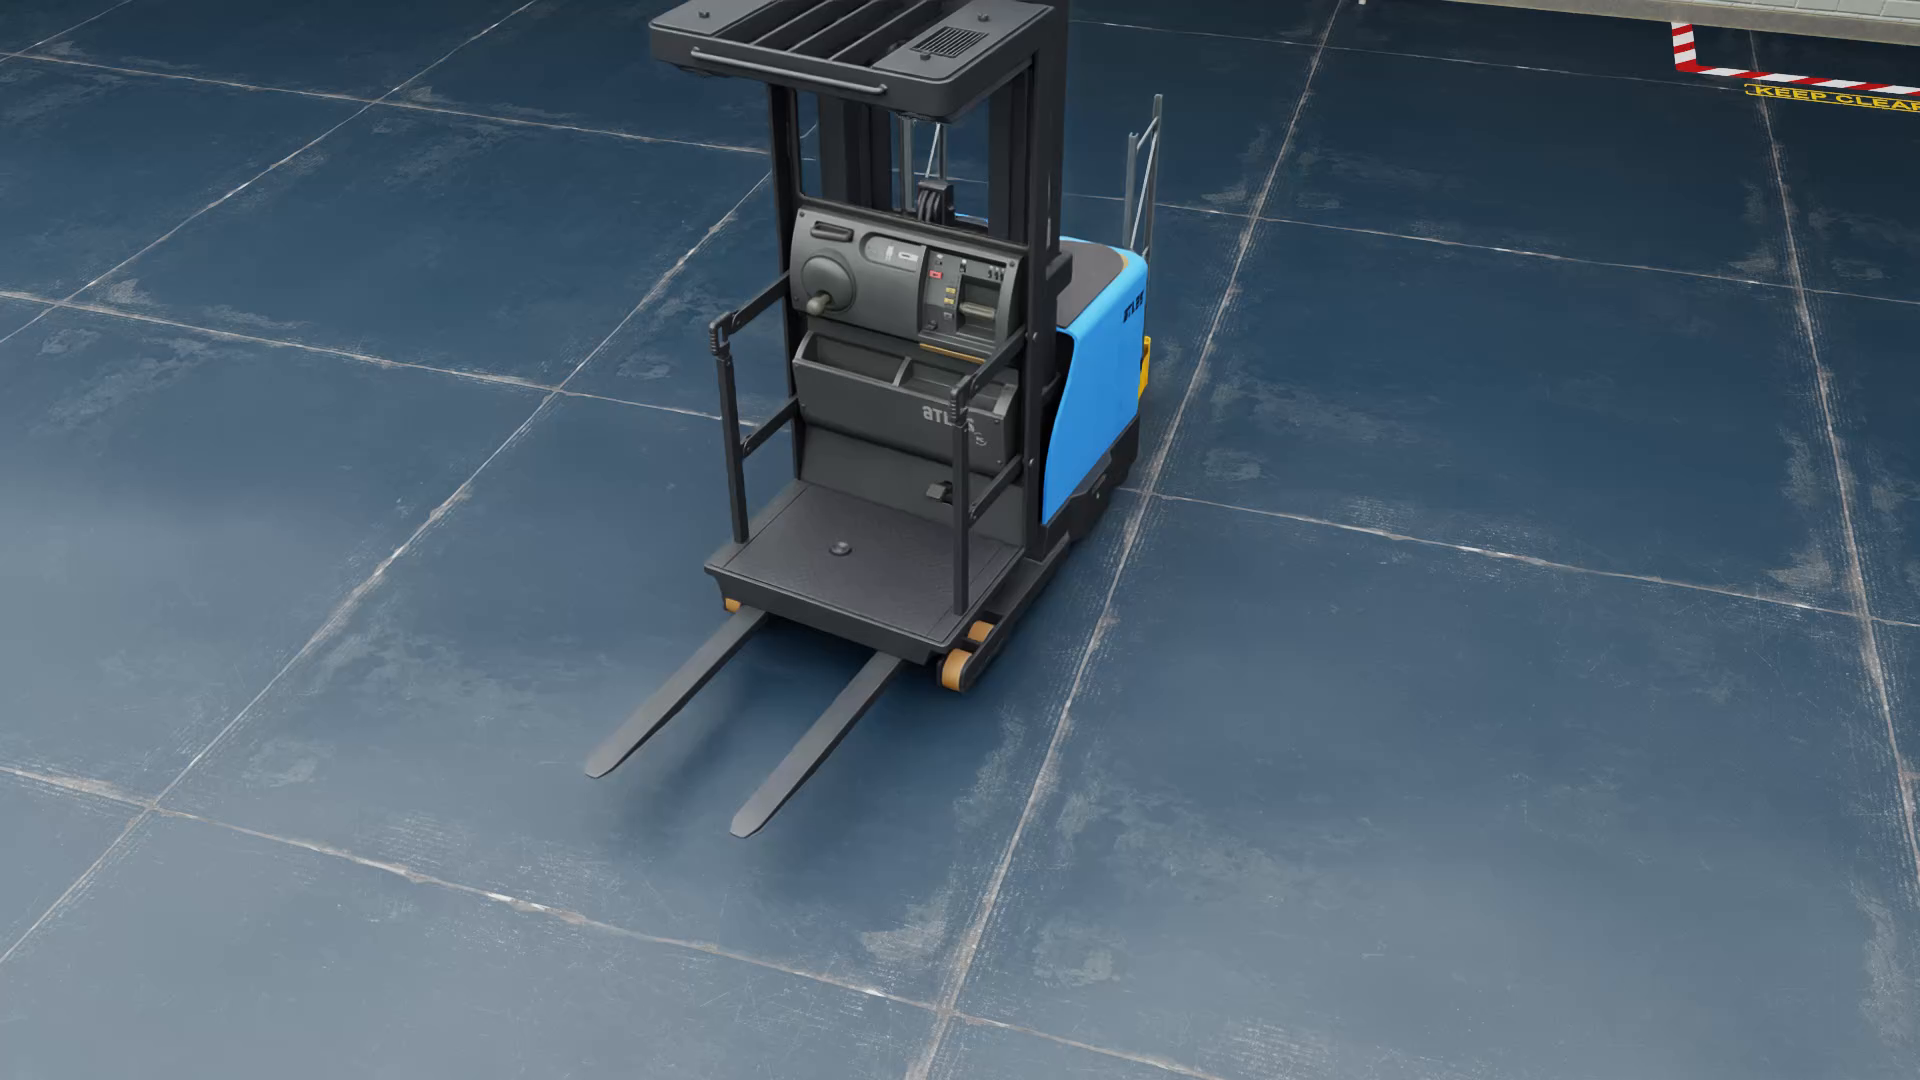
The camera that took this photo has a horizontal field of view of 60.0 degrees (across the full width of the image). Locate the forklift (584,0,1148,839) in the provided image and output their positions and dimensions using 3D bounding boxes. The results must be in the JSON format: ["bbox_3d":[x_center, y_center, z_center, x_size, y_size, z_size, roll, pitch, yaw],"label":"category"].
[{"bbox_3d":[-0.312,-0.896,5.995,1.130,2.935,3.031,17,40,22],"label":"forklift"}]

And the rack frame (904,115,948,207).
[{"bbox_3d":[-0.151,-1.440,7.941,0.032,1.500,0.500,12,38,15],"label":"rack frame"}]

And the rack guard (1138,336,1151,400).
[{"bbox_3d":[0.809,-0.741,8.046,0.087,0.250,0.587,12,38,15],"label":"rack guard"}]

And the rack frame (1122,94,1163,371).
[{"bbox_3d":[0.810,-1.244,7.675,0.032,1.500,0.500,12,38,15],"label":"rack frame"}]

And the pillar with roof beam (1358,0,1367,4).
[{"bbox_3d":[1.719,-5.466,7.085,0.400,9.000,9.100,10,38,14],"label":"pillar with roof beam"}]

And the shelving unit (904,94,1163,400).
[{"bbox_3d":[0.338,-1.340,7.806,1.083,1.500,0.587,12,38,15],"label":"shelving unit"}]
